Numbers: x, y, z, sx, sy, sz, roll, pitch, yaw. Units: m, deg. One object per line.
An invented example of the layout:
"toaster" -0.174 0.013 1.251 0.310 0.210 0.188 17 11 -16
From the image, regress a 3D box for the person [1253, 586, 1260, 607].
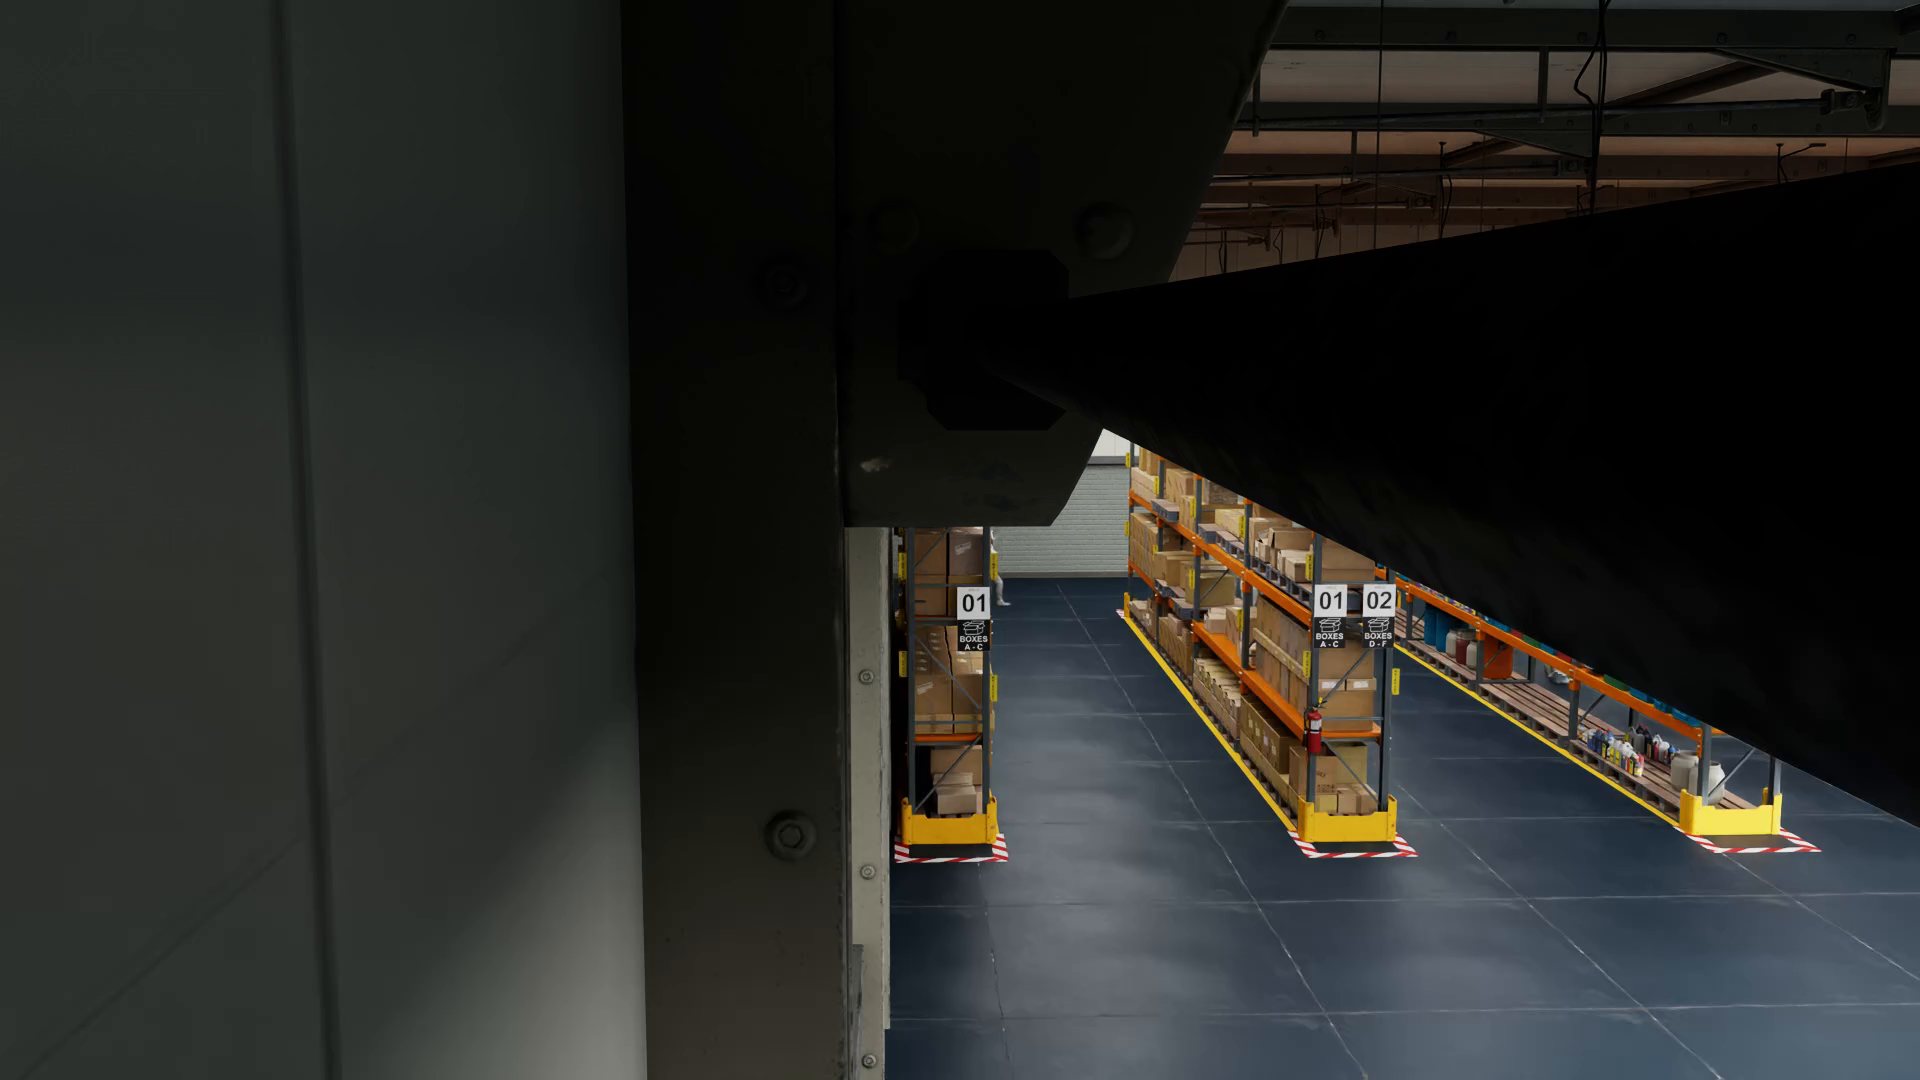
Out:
"person" 6.088 1.027 34.862 0.399 1.679 0.506 0 7 -1

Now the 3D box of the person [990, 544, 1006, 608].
"person" 0.684 0.664 37.800 0.817 1.693 0.569 5 9 36

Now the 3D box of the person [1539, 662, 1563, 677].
"person" 10.736 1.661 30.140 0.546 1.702 0.419 -4 8 -26
